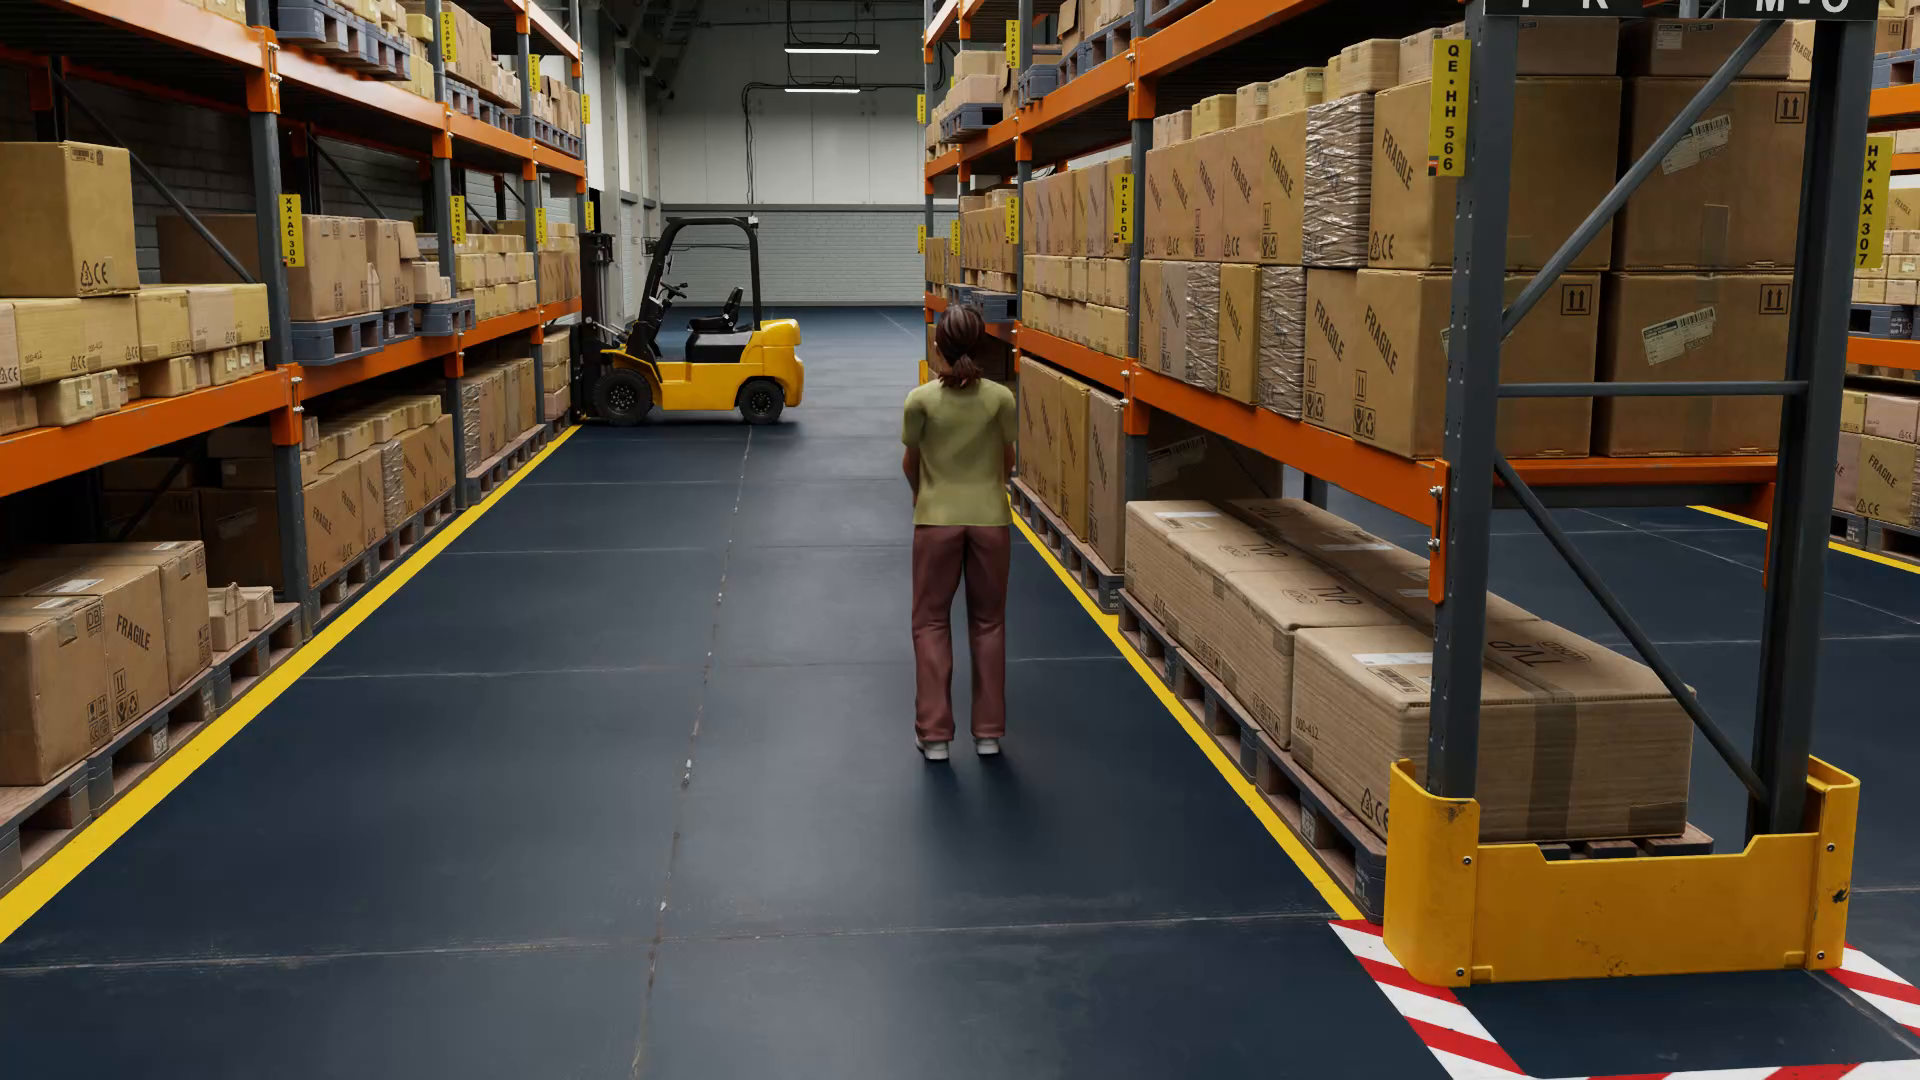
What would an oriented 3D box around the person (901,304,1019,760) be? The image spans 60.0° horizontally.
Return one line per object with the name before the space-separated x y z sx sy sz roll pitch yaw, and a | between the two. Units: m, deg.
person | -0.007 -0.033 6.125 0.428 1.663 0.558 -1 10 -6
